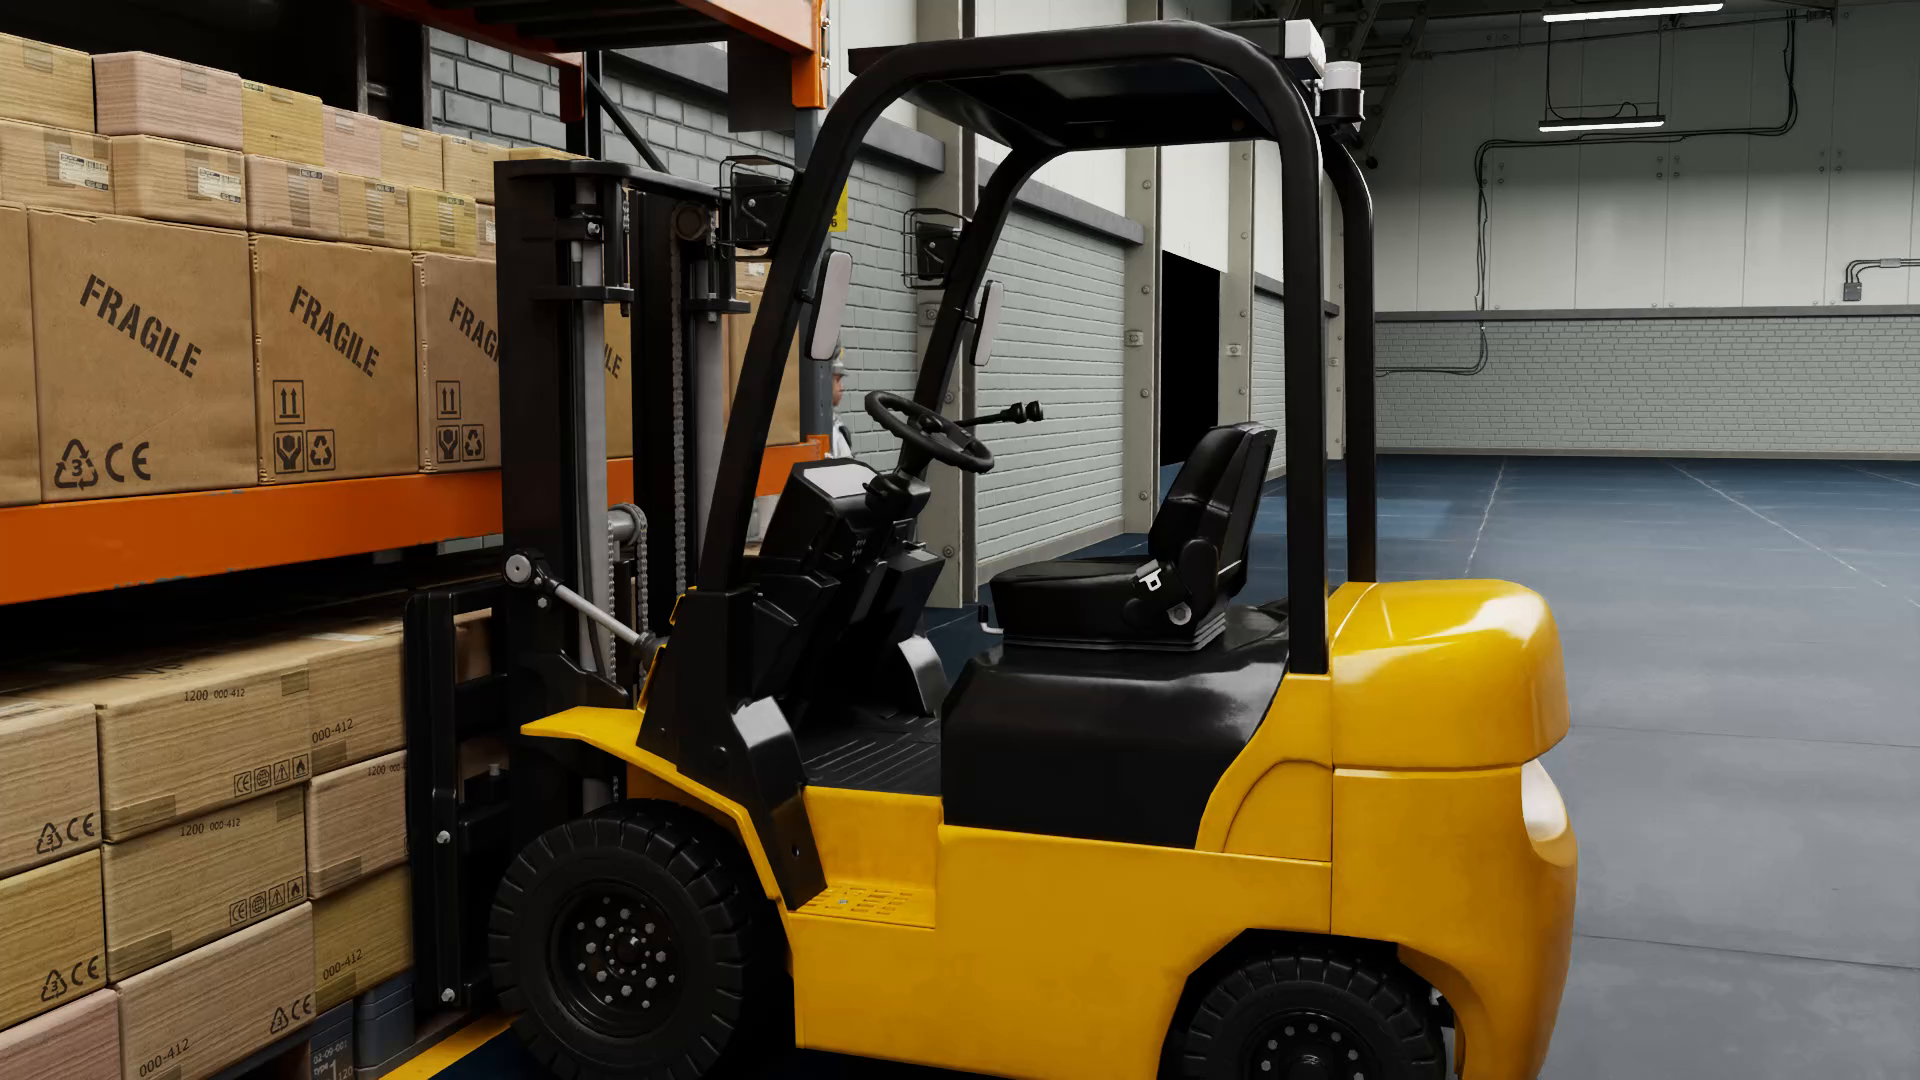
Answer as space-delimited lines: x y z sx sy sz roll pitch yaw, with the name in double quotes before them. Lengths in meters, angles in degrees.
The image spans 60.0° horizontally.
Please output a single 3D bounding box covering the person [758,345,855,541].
"person" -0.739 -0.004 7.201 0.531 1.669 0.532 3 6 33
